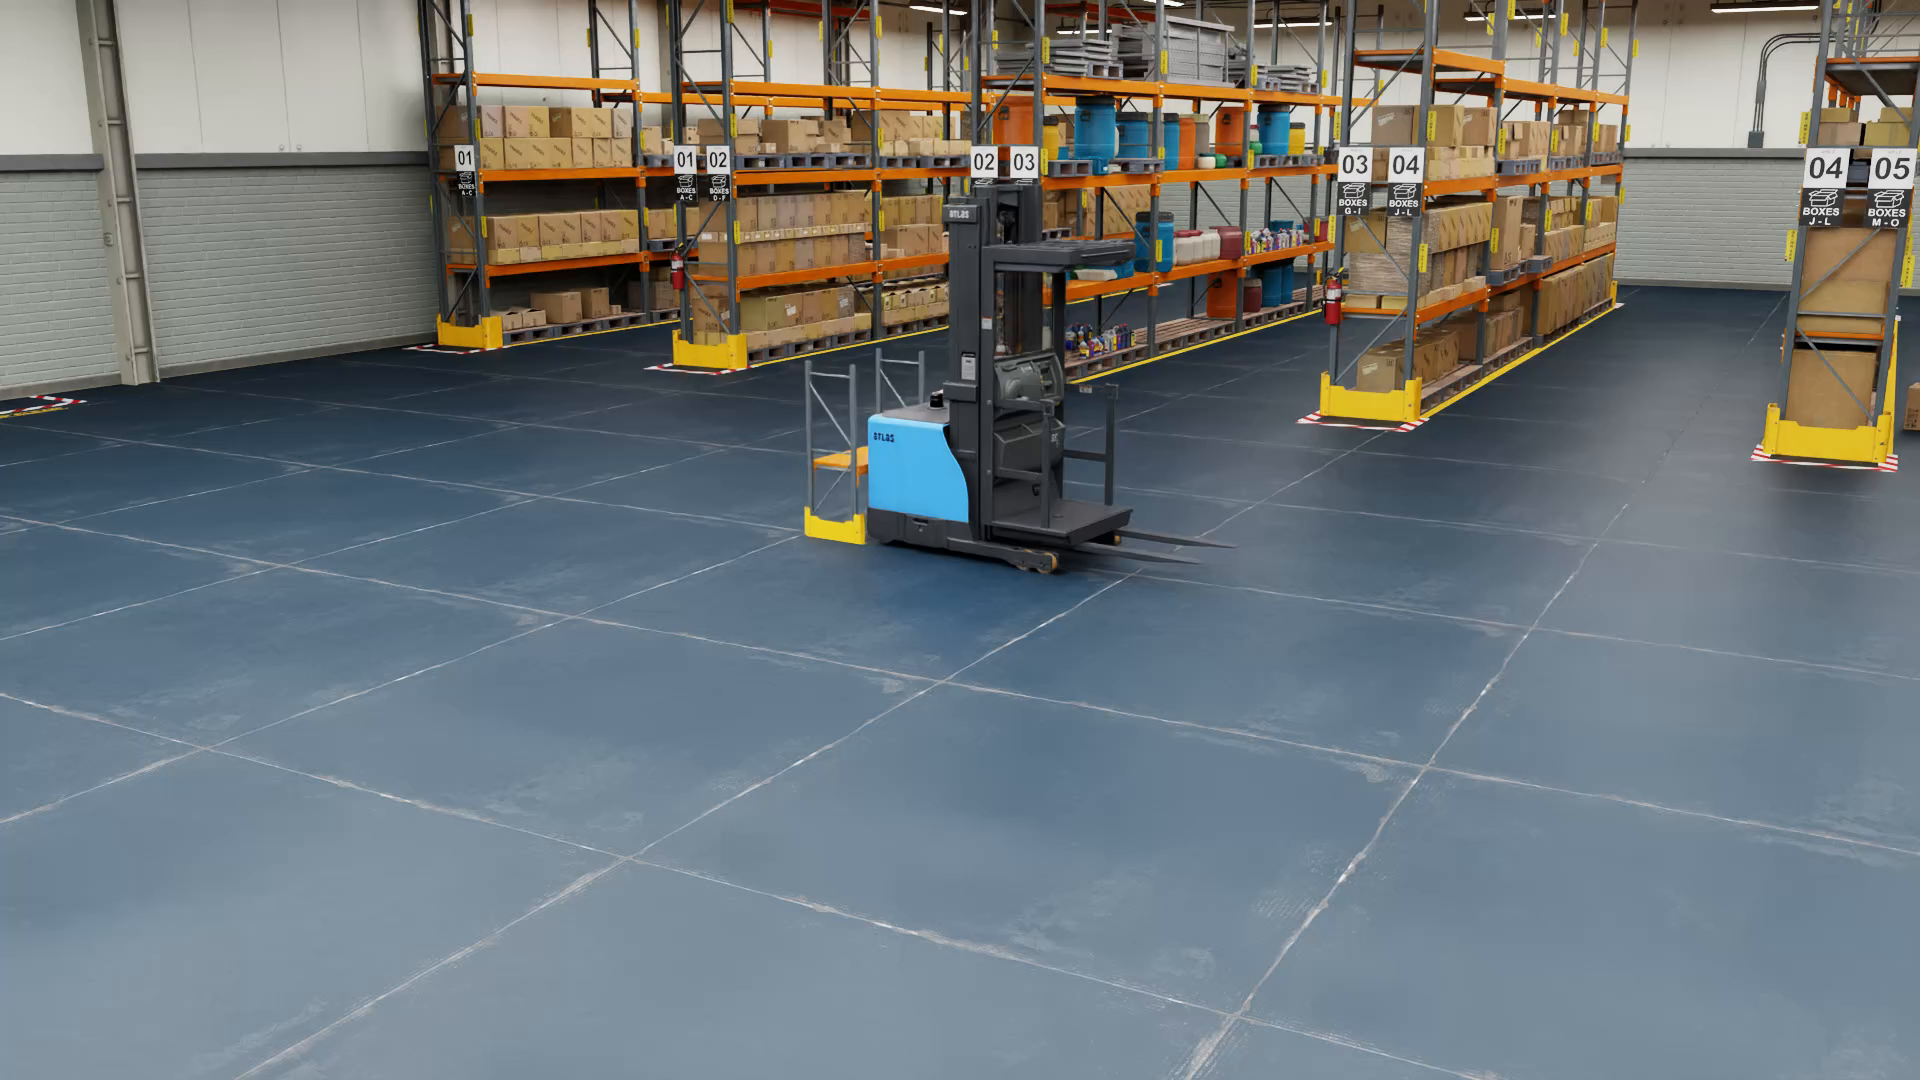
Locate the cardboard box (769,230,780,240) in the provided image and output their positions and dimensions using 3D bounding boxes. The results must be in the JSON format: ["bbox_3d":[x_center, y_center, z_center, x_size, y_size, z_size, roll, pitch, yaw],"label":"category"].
[{"bbox_3d":[-2.971,-4.647,25.312,0.380,0.149,0.250,7,15,27],"label":"cardboard box"}]

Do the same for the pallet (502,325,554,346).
[{"bbox_3d":[-7.598,-3.453,27.907,1.003,0.211,1.213,7,15,28],"label":"pallet"}]

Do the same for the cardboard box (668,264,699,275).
[{"bbox_3d":[-5.325,-5.165,31.853,0.500,0.250,0.500,7,15,26],"label":"cardboard box"}]

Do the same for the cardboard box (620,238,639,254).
[{"bbox_3d":[-6.088,-5.256,29.714,0.500,0.250,0.500,7,15,28],"label":"cardboard box"}]

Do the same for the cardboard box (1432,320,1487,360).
[{"bbox_3d":[7.199,-2.890,24.015,0.700,0.500,0.500,6,15,24],"label":"cardboard box"}]

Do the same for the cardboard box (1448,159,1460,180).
[{"bbox_3d":[5.896,-4.609,20.673,0.500,0.250,0.500,7,15,28],"label":"cardboard box"}]

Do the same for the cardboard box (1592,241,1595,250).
[{"bbox_3d":[11.564,-5.472,30.867,0.380,0.149,0.250,7,15,27],"label":"cardboard box"}]

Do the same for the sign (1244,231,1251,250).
[{"bbox_3d":[4.966,-5.168,28.721,0.100,0.325,0.005,7,15,28],"label":"sign"}]

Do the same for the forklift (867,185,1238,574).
[{"bbox_3d":[0.725,-1.301,13.176,3.031,2.935,1.130,9,16,34],"label":"forklift"}]

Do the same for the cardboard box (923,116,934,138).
[{"bbox_3d":[-0.935,-9.525,38.354,0.500,0.500,0.500,7,15,26],"label":"cardboard box"}]

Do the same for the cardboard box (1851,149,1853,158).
[{"bbox_3d":[10.336,-4.582,19.665,0.380,0.149,0.250,7,15,27],"label":"cardboard box"}]

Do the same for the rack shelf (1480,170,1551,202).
[{"bbox_3d":[7.850,-5.286,24.696,1.077,0.370,4.000,7,15,28],"label":"rack shelf"}]

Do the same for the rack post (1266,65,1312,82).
[{"bbox_3d":[5.980,-8.680,31.000,0.937,0.300,0.954,7,15,27],"label":"rack post"}]

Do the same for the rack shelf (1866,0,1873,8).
[{"bbox_3d":[16.011,-9.419,28.346,1.077,0.370,4.000,7,15,28],"label":"rack shelf"}]

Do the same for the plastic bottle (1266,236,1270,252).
[{"bbox_3d":[5.572,-5.377,30.185,0.061,0.283,0.133,7,15,28],"label":"plastic bottle"}]

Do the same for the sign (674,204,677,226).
[{"bbox_3d":[-4.189,-4.812,24.619,0.100,0.325,0.005,7,15,28],"label":"sign"}]

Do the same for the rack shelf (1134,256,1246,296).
[{"bbox_3d":[3.514,-4.389,27.375,1.077,0.370,4.000,7,15,28],"label":"rack shelf"}]

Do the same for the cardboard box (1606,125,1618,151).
[{"bbox_3d":[12.480,-7.876,32.581,0.700,0.500,0.500,6,15,25],"label":"cardboard box"}]

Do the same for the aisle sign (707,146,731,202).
[{"bbox_3d":[-3.484,-5.286,24.011,0.394,0.787,0.004,7,15,28],"label":"aisle sign"}]

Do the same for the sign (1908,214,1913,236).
[{"bbox_3d":[13.598,-4.506,23.854,0.100,0.325,0.005,7,15,28],"label":"sign"}]

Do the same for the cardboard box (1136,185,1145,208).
[{"bbox_3d":[3.796,-7.661,37.065,0.500,0.500,0.500,8,16,30],"label":"cardboard box"}]

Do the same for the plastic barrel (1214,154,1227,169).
[{"bbox_3d":[4.407,-6.476,28.425,0.294,0.245,0.294,0,14,0],"label":"plastic barrel"}]

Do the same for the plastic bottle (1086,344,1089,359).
[{"bbox_3d":[1.813,-2.719,23.946,0.097,0.201,0.097,0,14,0],"label":"plastic bottle"}]

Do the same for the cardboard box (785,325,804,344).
[{"bbox_3d":[-2.786,-3.228,25.993,0.500,0.250,0.500,7,15,28],"label":"cardboard box"}]

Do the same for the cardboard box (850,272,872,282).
[{"bbox_3d":[-2.458,-6.104,36.641,0.750,0.750,0.750,8,15,29],"label":"cardboard box"}]

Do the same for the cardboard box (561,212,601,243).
[{"bbox_3d":[-6.572,-5.415,28.773,0.500,0.500,0.500,7,15,26],"label":"cardboard box"}]

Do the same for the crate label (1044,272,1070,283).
[{"bbox_3d":[1.267,-3.934,23.874,0.502,0.435,0.616,7,15,28],"label":"crate label"}]

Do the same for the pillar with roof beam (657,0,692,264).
[{"bbox_3d":[-1.808,-8.532,30.223,9.100,9.000,0.400,7,15,28],"label":"pillar with roof beam"}]

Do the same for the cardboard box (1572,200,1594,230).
[{"bbox_3d":[11.206,-5.914,30.251,0.500,0.500,0.500,7,15,28],"label":"cardboard box"}]

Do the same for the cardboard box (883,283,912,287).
[{"bbox_3d":[-1.106,-4.459,29.902,0.500,0.311,0.500,7,15,27],"label":"cardboard box"}]

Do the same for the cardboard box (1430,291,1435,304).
[{"bbox_3d":[5.671,-3.009,20.649,0.380,0.149,0.250,7,15,28],"label":"cardboard box"}]

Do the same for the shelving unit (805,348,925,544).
[{"bbox_3d":[-0.790,-0.836,14.299,0.587,1.500,1.083,9,16,32],"label":"shelving unit"}]

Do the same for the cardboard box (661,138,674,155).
[{"bbox_3d":[-5.493,-7.300,30.806,0.500,0.311,0.500,8,16,30],"label":"cardboard box"}]

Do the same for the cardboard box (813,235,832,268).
[{"bbox_3d":[-2.491,-4.636,26.650,0.700,0.500,0.500,8,16,29],"label":"cardboard box"}]

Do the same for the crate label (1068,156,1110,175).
[{"bbox_3d":[1.808,-5.241,23.288,0.502,0.251,0.408,7,15,28],"label":"crate label"}]

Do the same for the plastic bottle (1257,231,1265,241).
[{"bbox_3d":[5.526,-5.484,30.486,0.144,0.351,0.185,7,15,28],"label":"plastic bottle"}]

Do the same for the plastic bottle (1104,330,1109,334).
[{"bbox_3d":[2.254,-3.026,25.058,0.152,0.276,0.135,7,15,28],"label":"plastic bottle"}]

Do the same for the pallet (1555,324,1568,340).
[{"bbox_3d":[9.855,-3.635,28.662,1.003,0.211,1.213,7,15,28],"label":"pallet"}]

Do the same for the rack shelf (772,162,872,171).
[{"bbox_3d":[-3.224,-7.791,35.083,1.077,0.370,4.000,7,15,28],"label":"rack shelf"}]

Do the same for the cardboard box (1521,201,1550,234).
[{"bbox_3d":[9.185,-5.273,27.150,0.797,0.503,0.637,8,16,30],"label":"cardboard box"}]

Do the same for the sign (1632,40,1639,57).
[{"bbox_3d":[13.153,-9.574,32.384,0.100,0.325,0.005,7,15,28],"label":"sign"}]

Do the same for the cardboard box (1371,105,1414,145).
[{"bbox_3d":[5.478,-5.188,20.838,0.500,0.500,0.500,7,15,28],"label":"cardboard box"}]

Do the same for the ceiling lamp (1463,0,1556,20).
[{"bbox_3d":[11.851,-12.810,35.514,2.000,3.185,0.800,7,15,28],"label":"ceiling lamp"}]

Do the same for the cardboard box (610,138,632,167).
[{"bbox_3d":[-6.154,-6.836,29.331,0.500,0.500,0.500,8,16,30],"label":"cardboard box"}]

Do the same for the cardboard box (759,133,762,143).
[{"bbox_3d":[-3.126,-6.137,25.686,0.500,0.311,0.500,10,17,35],"label":"cardboard box"}]

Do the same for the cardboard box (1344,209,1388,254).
[{"bbox_3d":[4.999,-3.767,20.277,0.500,0.500,0.500,7,15,28],"label":"cardboard box"}]

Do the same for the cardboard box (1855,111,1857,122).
[{"bbox_3d":[10.212,-4.916,19.349,0.380,0.149,0.250,8,15,29],"label":"cardboard box"}]

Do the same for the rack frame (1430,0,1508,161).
[{"bbox_3d":[6.883,-6.684,22.558,1.000,3.000,0.127,7,15,28],"label":"rack frame"}]

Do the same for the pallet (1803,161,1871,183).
[{"bbox_3d":[9.592,-3.933,17.735,1.003,0.211,1.213,7,15,28],"label":"pallet"}]

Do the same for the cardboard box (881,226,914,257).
[{"bbox_3d":[-1.146,-5.203,29.002,0.500,0.500,0.500,9,16,32],"label":"cardboard box"}]

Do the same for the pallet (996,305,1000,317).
[{"bbox_3d":[0.541,-4.505,32.268,1.003,0.211,1.213,7,15,28],"label":"pallet"}]

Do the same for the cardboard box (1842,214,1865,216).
[{"bbox_3d":[10.968,-3.711,20.402,0.875,0.550,0.550,7,15,28],"label":"cardboard box"}]

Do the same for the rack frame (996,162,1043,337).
[{"bbox_3d":[0.614,-3.508,22.185,1.000,3.000,0.127,7,15,28],"label":"rack frame"}]

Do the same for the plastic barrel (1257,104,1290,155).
[{"bbox_3d":[5.724,-7.509,30.413,0.600,0.901,0.708,7,15,28],"label":"plastic barrel"}]

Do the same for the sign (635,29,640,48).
[{"bbox_3d":[-5.659,-8.795,29.152,0.100,0.325,0.005,7,15,28],"label":"sign"}]

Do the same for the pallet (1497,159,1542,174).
[{"bbox_3d":[7.774,-5.462,24.291,1.213,0.211,1.003,7,15,28],"label":"pallet"}]
